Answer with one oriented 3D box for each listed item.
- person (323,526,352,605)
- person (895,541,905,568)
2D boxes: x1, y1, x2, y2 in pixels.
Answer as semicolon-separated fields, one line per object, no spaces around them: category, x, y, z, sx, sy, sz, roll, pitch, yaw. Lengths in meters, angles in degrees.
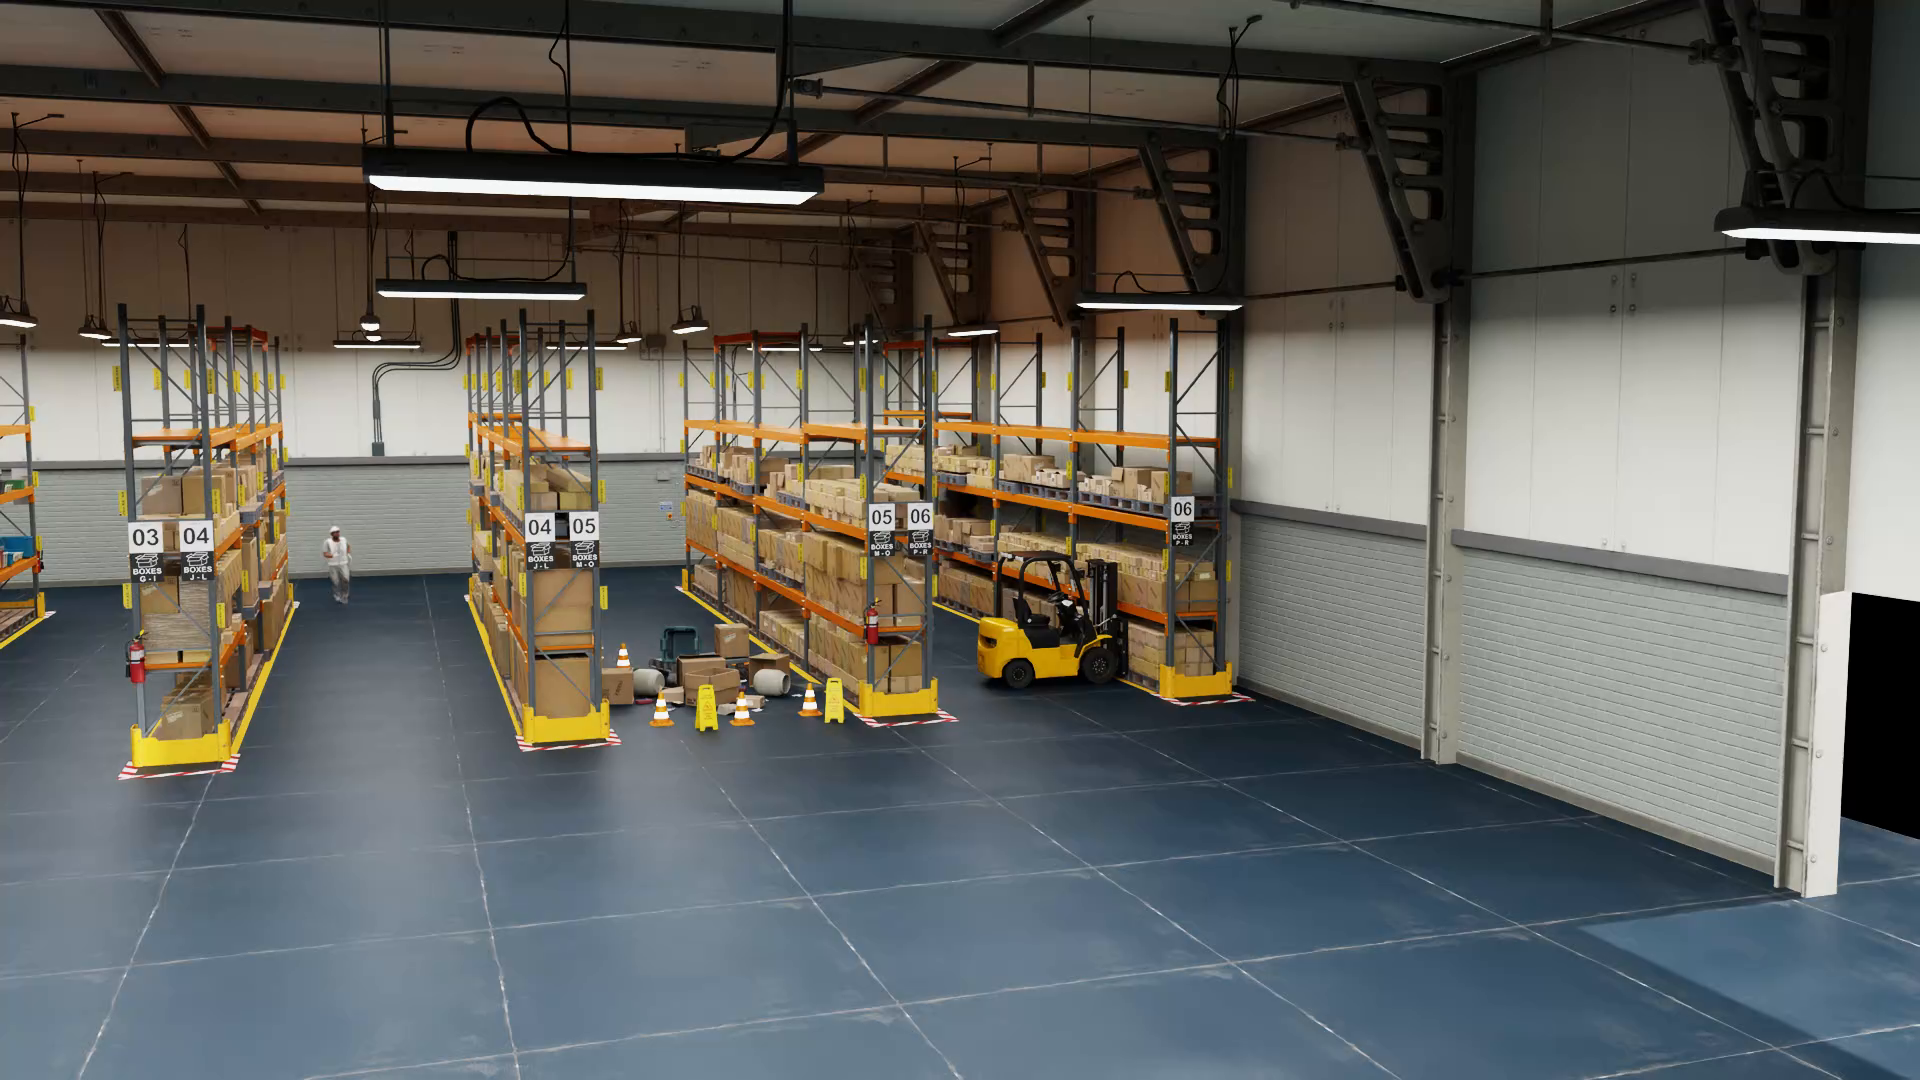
person;-14.031;0.576;37.506;0.626;1.790;0.683;-3;6;-26
person;-1.389;0.809;33.789;0.594;1.635;0.879;-2;6;-25
